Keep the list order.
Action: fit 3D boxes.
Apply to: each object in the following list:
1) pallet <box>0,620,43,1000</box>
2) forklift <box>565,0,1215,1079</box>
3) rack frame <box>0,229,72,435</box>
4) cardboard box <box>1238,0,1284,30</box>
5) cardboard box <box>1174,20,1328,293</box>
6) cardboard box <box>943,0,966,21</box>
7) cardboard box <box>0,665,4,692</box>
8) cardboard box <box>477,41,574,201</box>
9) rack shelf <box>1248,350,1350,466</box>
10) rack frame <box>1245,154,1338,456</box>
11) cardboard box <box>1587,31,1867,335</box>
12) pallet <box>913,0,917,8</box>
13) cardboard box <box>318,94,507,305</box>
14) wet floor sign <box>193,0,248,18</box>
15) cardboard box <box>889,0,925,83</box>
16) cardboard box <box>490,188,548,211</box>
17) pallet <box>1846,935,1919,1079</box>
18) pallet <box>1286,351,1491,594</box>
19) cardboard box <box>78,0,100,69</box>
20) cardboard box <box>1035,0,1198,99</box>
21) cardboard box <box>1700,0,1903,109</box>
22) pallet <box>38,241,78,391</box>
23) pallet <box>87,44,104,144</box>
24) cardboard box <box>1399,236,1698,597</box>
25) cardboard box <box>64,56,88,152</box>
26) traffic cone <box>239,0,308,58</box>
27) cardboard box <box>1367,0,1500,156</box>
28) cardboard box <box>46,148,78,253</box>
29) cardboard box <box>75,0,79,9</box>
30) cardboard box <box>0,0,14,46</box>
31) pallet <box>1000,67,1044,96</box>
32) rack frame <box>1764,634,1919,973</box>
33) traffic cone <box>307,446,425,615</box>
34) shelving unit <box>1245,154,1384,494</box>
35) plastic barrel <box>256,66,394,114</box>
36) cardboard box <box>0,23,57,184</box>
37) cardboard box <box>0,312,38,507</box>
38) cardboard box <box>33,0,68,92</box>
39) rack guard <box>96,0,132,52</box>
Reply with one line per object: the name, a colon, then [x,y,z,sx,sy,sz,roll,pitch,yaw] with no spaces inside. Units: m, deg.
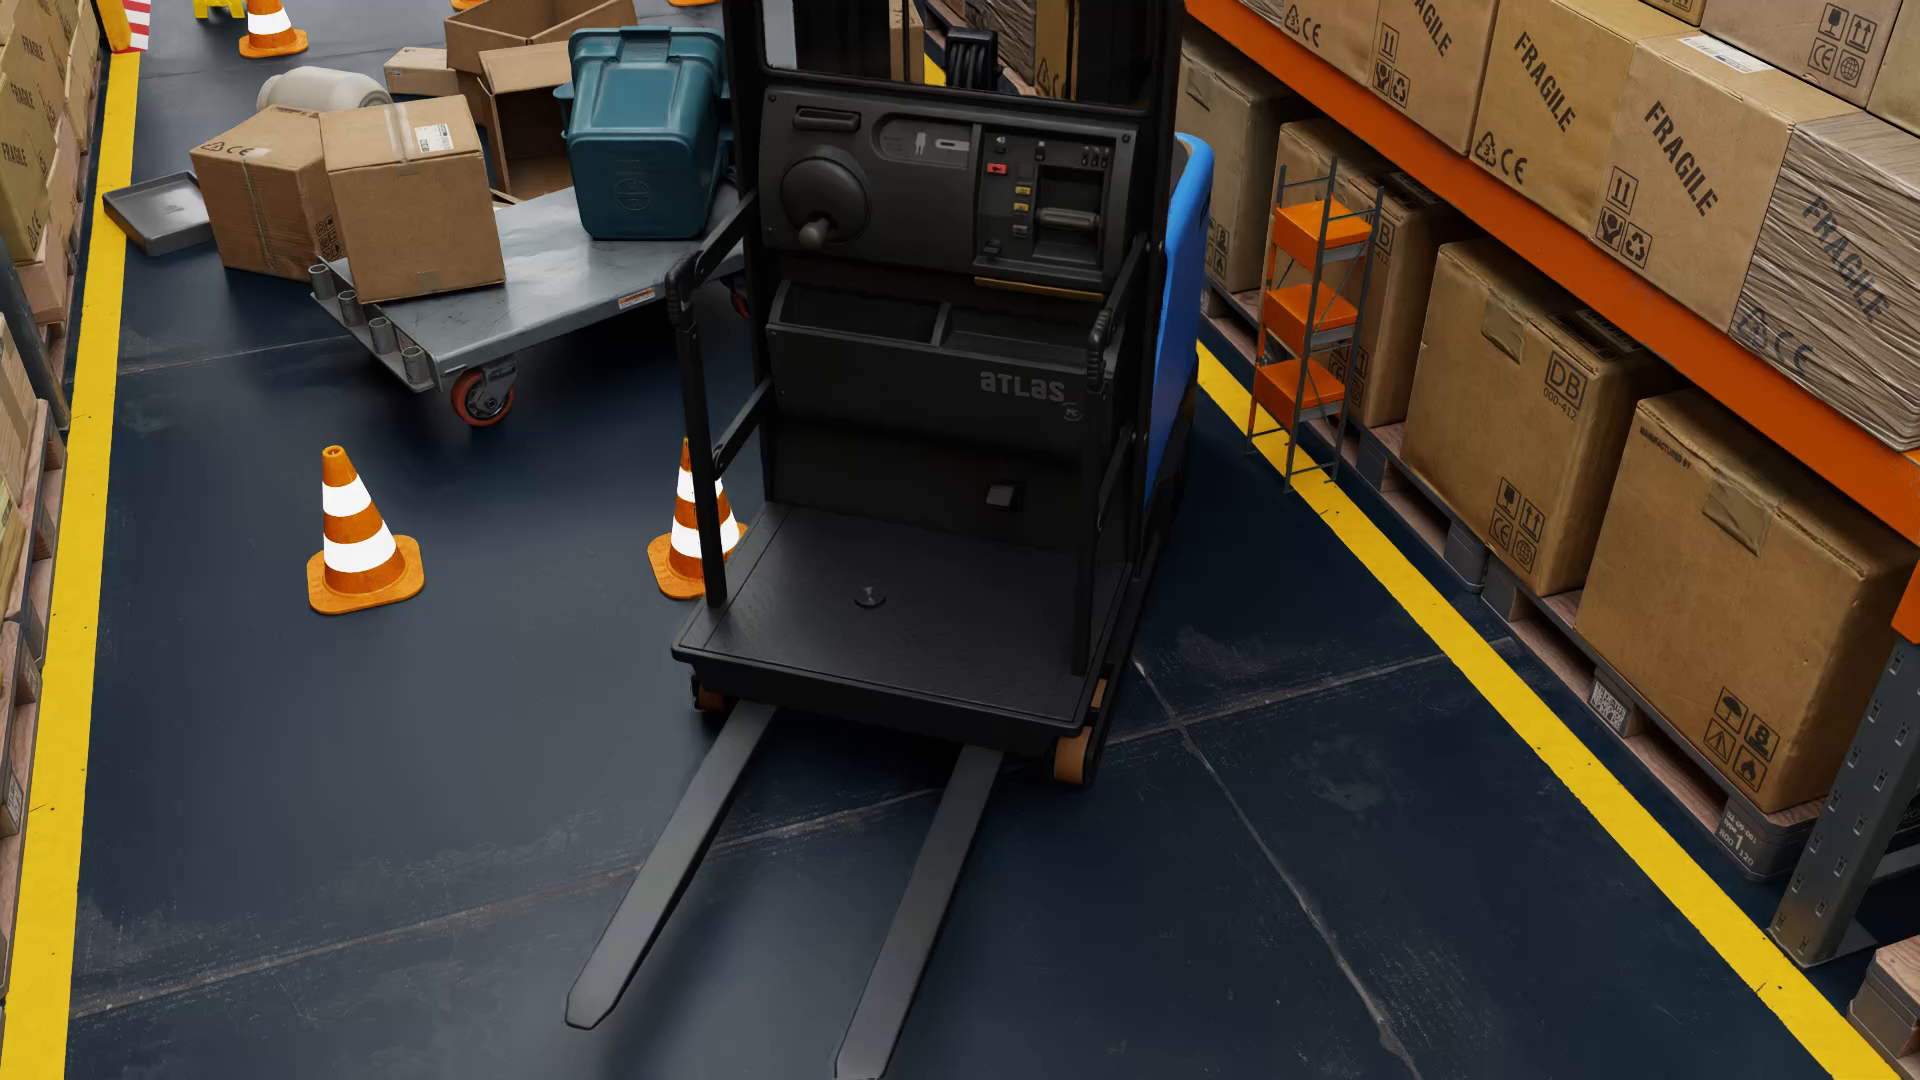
pallet: [-2.872,0.744,4.087,1.003,0.211,1.213,-12,39,-16]
forklift: [-0.100,-0.790,3.862,1.130,2.935,3.031,10,38,13]
rack frame: [-3.565,-1.500,4.748,1.000,3.000,0.127,-12,39,-16]
cardboard box: [1.151,-1.984,5.308,0.500,0.500,0.500,-12,39,-16]
cardboard box: [1.346,-1.519,6.294,1.050,0.750,0.750,-13,39,-16]
cardboard box: [0.272,-3.294,8.548,0.875,0.875,0.875,-13,39,-17]
cardboard box: [-2.891,0.476,3.960,0.950,0.372,0.625,-11,38,-14]
cardboard box: [-1.630,-1.822,7.138,0.797,0.637,0.503,-12,39,-16]
rack shelf: [1.105,-0.432,5.430,0.215,0.259,0.240,-14,39,-18]
rack frame: [1.058,-0.730,5.347,0.200,1.050,0.008,-14,39,-18]
cardboard box: [1.847,-0.843,3.793,0.500,0.500,0.500,-12,39,-16]
pallet: [0.020,-3.292,9.445,1.003,0.211,1.213,-12,39,-16]
cardboard box: [-1.904,-1.189,5.784,0.500,0.500,0.500,-12,39,-16]
wet floor sign: [-4.002,-3.148,8.893,0.267,0.644,0.232,0,37,0]
cardboard box: [-0.450,-2.249,7.818,0.500,0.500,0.500,-6,37,-8]
cardboard box: [-1.830,-1.312,6.772,0.396,0.266,0.258,19,41,23]
pallet: [2.692,1.233,3.437,1.003,0.211,1.213,-12,39,-16]
pallet: [1.808,-0.357,5.549,1.003,0.211,1.213,-12,39,-16]
cardboard box: [-4.402,-2.414,7.899,0.500,0.250,0.500,-13,39,-16]
cardboard box: [0.897,-2.271,7.188,0.875,0.875,0.875,-12,39,-15]
cardboard box: [2.104,-1.303,3.572,0.700,0.500,0.500,-13,39,-17]
pallet: [-3.829,-0.758,6.081,1.003,0.211,1.213,-12,39,-16]
pallet: [-4.669,-2.137,7.911,1.003,0.211,1.213,-12,39,-16]
cardboard box: [1.995,-0.447,4.871,1.050,0.750,0.750,-12,39,-15]
cardboard box: [-4.055,-1.839,7.135,0.500,0.250,0.500,-14,39,-18]
traffic cone: [-3.582,-2.770,8.543,0.336,0.463,0.334,-12,39,-16]
cardboard box: [1.495,-1.414,4.551,0.500,0.500,0.500,-12,39,-15]
cardboard box: [-3.709,-1.258,6.363,0.500,0.250,0.500,-10,38,-13]
cardboard box: [-4.421,-2.730,7.694,0.500,0.500,0.500,-12,39,-16]
cardboard box: [-3.680,-1.890,6.040,0.380,0.149,0.250,-11,38,-14]
pallet: [0.860,-1.914,7.615,1.003,0.211,1.213,-12,39,-16]
rack frame: [2.424,-0.322,3.185,1.000,3.000,0.127,-12,39,-16]
traffic cone: [-1.824,-0.076,4.966,0.336,0.463,0.334,-12,39,-16]
shelving unit: [1.105,-0.662,5.257,0.215,1.050,0.252,-14,39,-18]
plastic barrel: [-2.809,-1.877,7.390,0.512,0.421,0.421,12,39,16]
cardboard box: [-3.710,-1.558,6.138,0.500,0.500,0.500,-11,38,-14]
cardboard box: [-3.382,-0.322,5.020,0.950,0.372,0.625,-12,39,-15]
cardboard box: [-4.071,-2.149,6.923,0.500,0.500,0.500,-13,39,-17]
rack guard: [-4.915,-2.718,8.443,1.175,0.500,0.348,-12,39,-16]
